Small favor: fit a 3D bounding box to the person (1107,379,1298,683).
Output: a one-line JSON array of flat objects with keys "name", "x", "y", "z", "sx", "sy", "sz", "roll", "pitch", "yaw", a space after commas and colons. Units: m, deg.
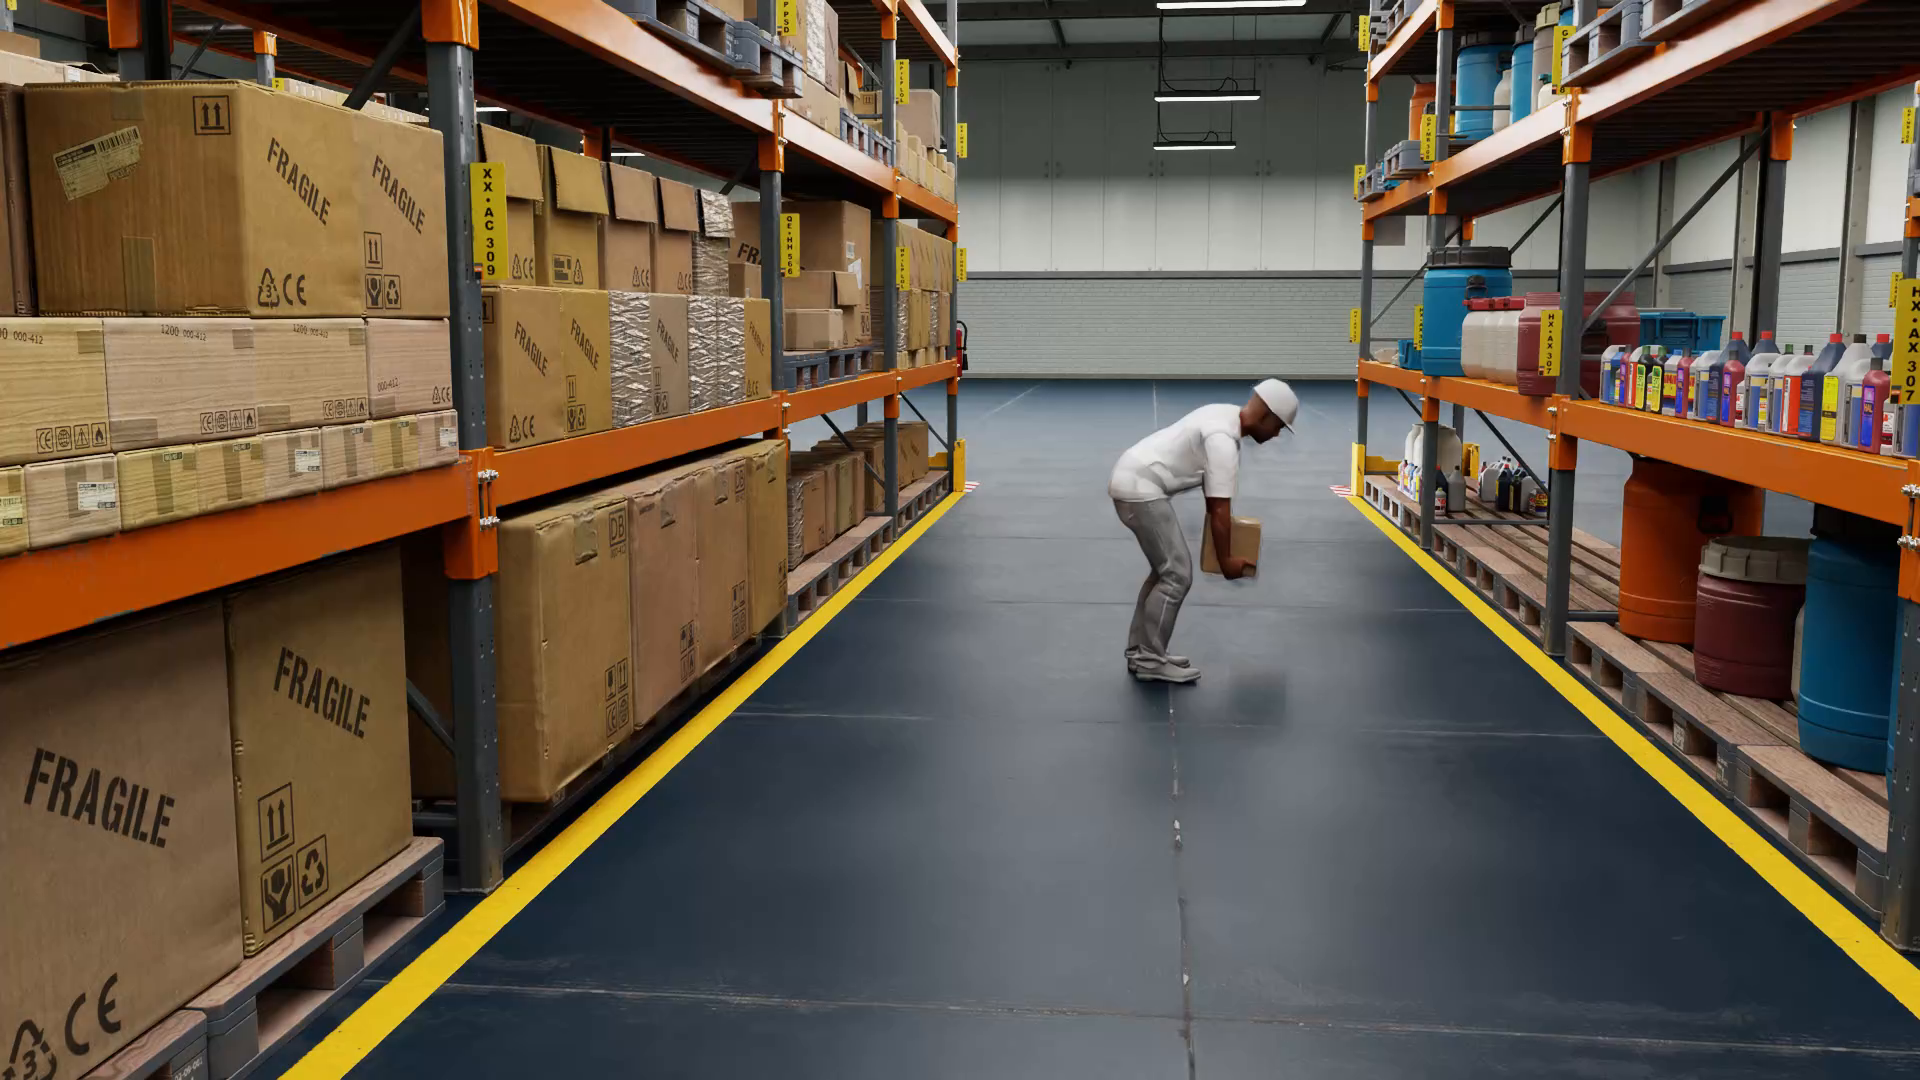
[{"name": "person", "x": 1.144, "y": -0.052, "z": 7.904, "sx": 0.886, "sy": 1.420, "sz": 0.475, "roll": 1, "pitch": 8, "yaw": 5}]
